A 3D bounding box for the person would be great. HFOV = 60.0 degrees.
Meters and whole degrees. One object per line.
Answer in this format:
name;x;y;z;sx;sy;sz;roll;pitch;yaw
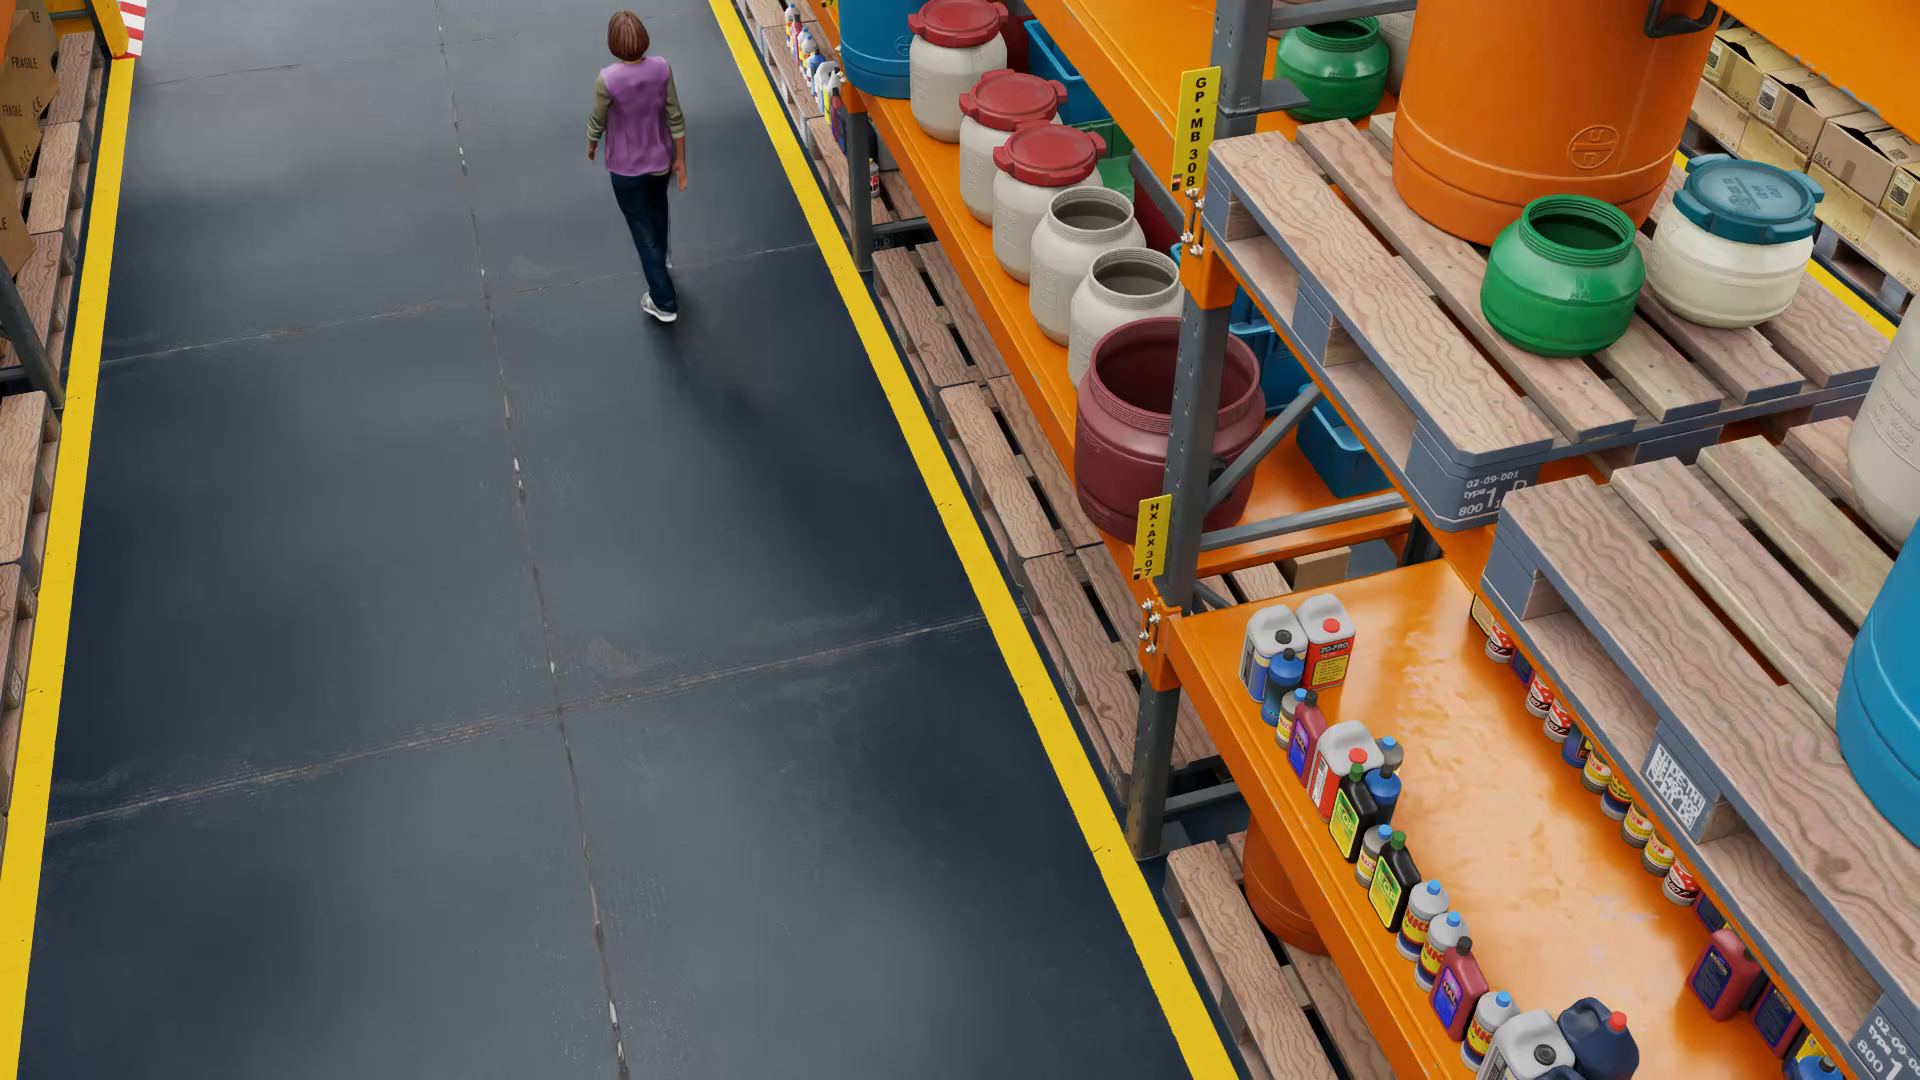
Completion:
person;-1.605;-1.890;8.204;0.423;1.602;0.745;-24;48;-24
